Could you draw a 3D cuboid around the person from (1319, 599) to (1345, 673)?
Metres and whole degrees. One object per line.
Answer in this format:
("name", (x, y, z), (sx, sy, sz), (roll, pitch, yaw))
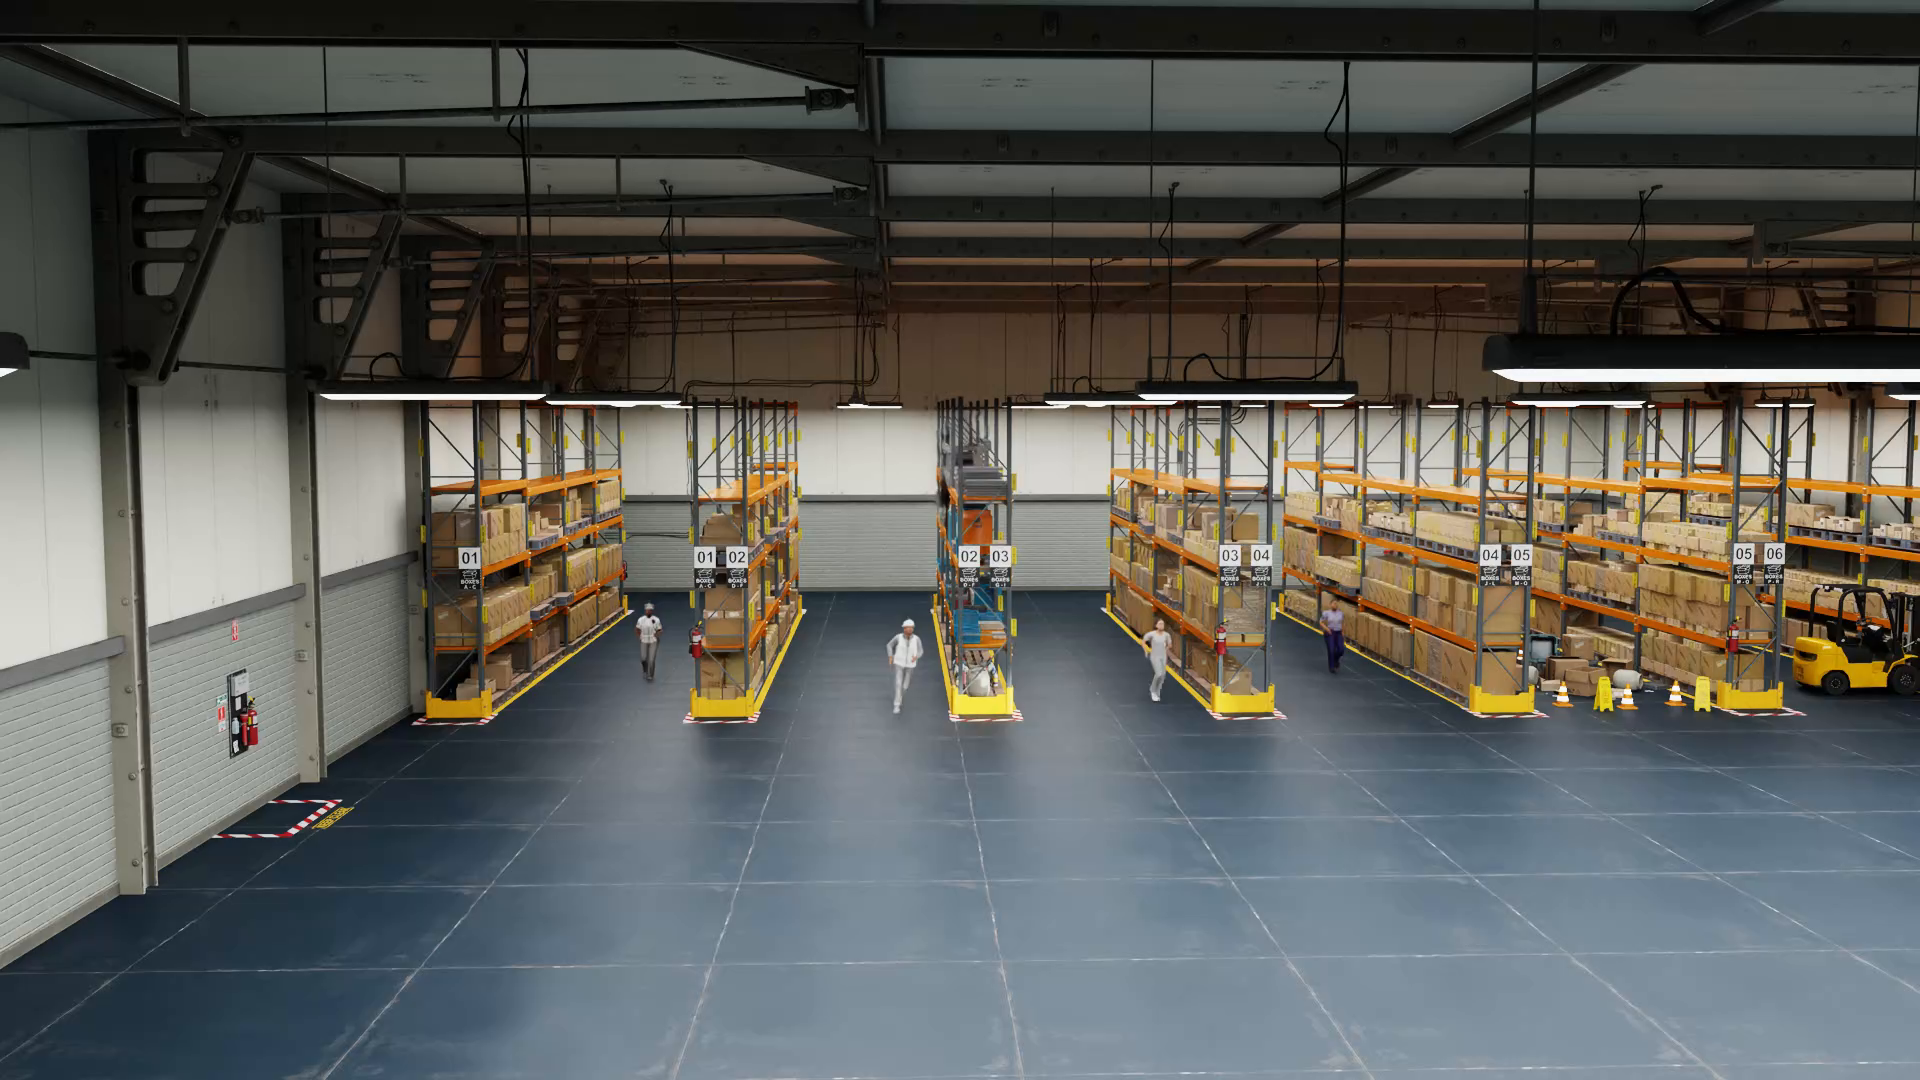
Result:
("person", (8.201, 2.109, 36.523), (0.609, 1.600, 0.525), (0, 4, -4))

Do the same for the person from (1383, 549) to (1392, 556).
("person", (12.855, 1.098, 49.221), (0.854, 1.637, 0.688), (0, 4, 2))

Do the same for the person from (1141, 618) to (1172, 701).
("person", (3.914, 2.355, 32.733), (0.552, 1.639, 0.613), (-1, 5, -19))

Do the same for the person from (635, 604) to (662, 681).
("person", (-6.586, 2.170, 35.168), (0.566, 1.657, 0.548), (-1, 4, -8))

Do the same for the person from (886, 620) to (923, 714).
("person", (-1.054, 2.398, 31.913), (0.690, 1.753, 0.860), (-1, 4, -11))
